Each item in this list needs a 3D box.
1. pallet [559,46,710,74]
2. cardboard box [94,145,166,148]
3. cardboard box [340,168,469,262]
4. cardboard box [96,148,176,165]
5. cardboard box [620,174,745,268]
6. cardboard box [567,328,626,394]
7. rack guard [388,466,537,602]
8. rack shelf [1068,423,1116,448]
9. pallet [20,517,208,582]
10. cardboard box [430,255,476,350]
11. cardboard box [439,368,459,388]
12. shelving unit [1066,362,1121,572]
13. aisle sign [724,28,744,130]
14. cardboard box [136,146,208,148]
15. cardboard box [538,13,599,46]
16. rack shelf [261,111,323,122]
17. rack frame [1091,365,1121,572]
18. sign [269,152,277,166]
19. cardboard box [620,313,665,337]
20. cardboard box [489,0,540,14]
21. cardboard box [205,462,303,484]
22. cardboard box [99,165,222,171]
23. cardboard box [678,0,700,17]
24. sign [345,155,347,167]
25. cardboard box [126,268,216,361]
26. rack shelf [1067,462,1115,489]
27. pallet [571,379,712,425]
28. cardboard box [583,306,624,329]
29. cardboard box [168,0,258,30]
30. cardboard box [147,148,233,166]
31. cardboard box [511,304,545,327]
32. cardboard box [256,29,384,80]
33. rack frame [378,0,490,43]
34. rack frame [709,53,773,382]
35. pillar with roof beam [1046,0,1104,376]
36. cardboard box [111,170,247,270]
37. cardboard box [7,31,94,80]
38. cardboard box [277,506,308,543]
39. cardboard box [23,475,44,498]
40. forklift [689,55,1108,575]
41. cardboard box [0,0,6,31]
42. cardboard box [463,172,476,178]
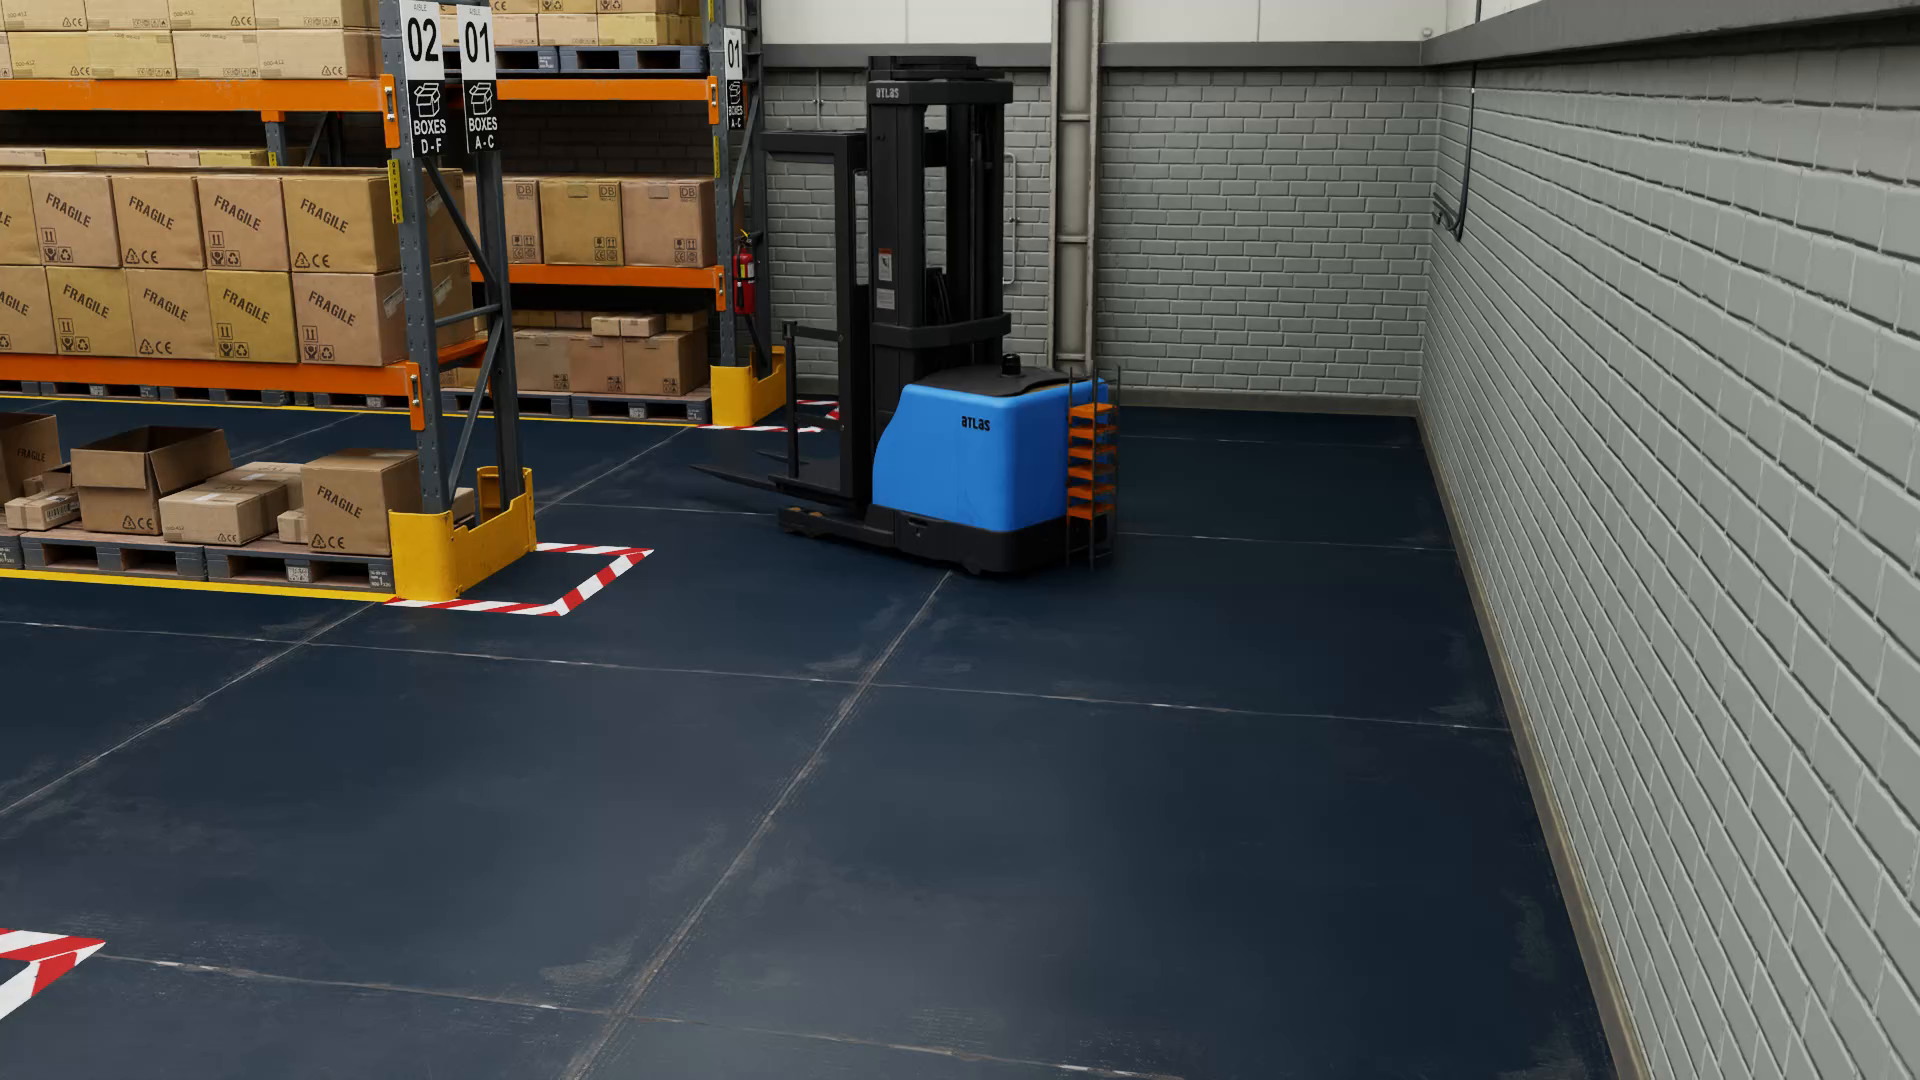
[{"bbox_3d":[-2.564,-3.991,13.827,1.213,0.211,1.003,3,16,11],"label":"pallet"},{"bbox_3d":[-7.670,-3.499,15.320,0.500,0.250,0.500,3,16,10],"label":"cardboard box"},{"bbox_3d":[-3.201,-1.878,9.592,0.500,0.500,0.500,4,16,13],"label":"cardboard box"},{"bbox_3d":[-7.262,-3.341,14.749,0.500,0.250,0.500,3,16,12],"label":"cardboard box"},{"bbox_3d":[-2.337,-2.720,14.131,0.700,0.700,0.980,4,16,14],"label":"cardboard box"},{"bbox_3d":[-3.031,-1.587,14.497,0.500,0.500,0.700,3,16,11],"label":"cardboard box"},{"bbox_3d":[-2.893,-0.055,9.752,0.348,0.500,1.175,3,16,11],"label":"rack guard"},{"bbox_3d":[0.784,-0.618,9.741,0.180,0.103,0.258,13,20,40],"label":"rack shelf"},{"bbox_3d":[-4.866,-0.023,10.180,1.213,0.211,1.003,3,16,11],"label":"pallet"},{"bbox_3d":[-3.201,-1.396,9.725,0.500,0.500,0.500,3,16,12],"label":"cardboard box"},{"bbox_3d":[-4.551,-1.668,14.789,0.500,0.500,0.700,3,16,11],"label":"cardboard box"},{"bbox_3d":[0.784,-0.429,9.793,0.189,1.200,0.258,13,20,40],"label":"shelving unit"},{"bbox_3d":[-1.824,-3.722,13.439,0.004,0.787,0.394,3,16,11],"label":"aisle sign"},{"bbox_3d":[-7.160,-3.471,15.215,0.500,0.250,0.500,3,16,9],"label":"cardboard box"},{"bbox_3d":[-3.116,-4.172,13.622,0.500,0.250,0.500,3,16,9],"label":"cardboard box"},{"bbox_3d":[-7.715,-3.969,14.931,4.000,0.370,1.077,3,16,11],"label":"rack shelf"},{"bbox_3d":[0.852,-0.413,9.735,0.006,1.200,0.240,13,20,40],"label":"rack frame"},{"bbox_3d":[-5.853,-3.141,14.193,0.005,0.325,0.100,3,16,11],"label":"sign"},{"bbox_3d":[-2.703,-1.832,14.167,0.250,0.149,0.380,3,16,10],"label":"cardboard box"},{"bbox_3d":[-3.608,-4.559,13.615,0.500,0.500,0.500,2,16,9],"label":"cardboard box"},{"bbox_3d":[-4.275,-0.298,10.277,0.500,0.250,0.500,3,16,11],"label":"cardboard box"},{"bbox_3d":[-4.702,-1.958,9.882,0.500,0.500,0.500,3,16,11],"label":"cardboard box"},{"bbox_3d":[-2.502,-4.638,13.901,0.500,0.500,0.500,2,16,9],"label":"cardboard box"},{"bbox_3d":[-5.646,-3.365,15.249,0.005,0.325,0.100,3,16,11],"label":"sign"},{"bbox_3d":[-4.308,-1.311,9.417,0.500,0.500,0.500,3,16,12],"label":"cardboard box"},{"bbox_3d":[0.784,-0.386,9.805,0.180,0.103,0.258,13,20,40],"label":"rack shelf"},{"bbox_3d":[-2.634,-1.229,14.535,1.213,0.211,1.003,3,16,11],"label":"pallet"},{"bbox_3d":[-3.120,-1.958,14.624,0.250,0.149,0.380,3,16,12],"label":"cardboard box"},{"bbox_3d":[-3.863,-2.856,8.911,0.500,0.250,0.500,3,16,11],"label":"cardboard box"},{"bbox_3d":[-6.762,-3.314,14.651,0.500,0.250,0.500,3,16,12],"label":"cardboard box"},{"bbox_3d":[-3.869,-1.999,14.770,0.250,0.149,0.380,3,16,10],"label":"cardboard box"},{"bbox_3d":[-3.374,-2.587,8.873,0.500,0.250,0.500,3,16,11],"label":"cardboard box"},{"bbox_3d":[-2.818,-4.146,8.603,0.127,3.000,1.000,3,16,11],"label":"rack frame"},{"bbox_3d":[-1.835,-2.551,14.083,0.127,3.000,1.000,3,16,11],"label":"rack frame"},{"bbox_3d":[0.125,-4.399,9.515,0.400,9.000,9.100,3,16,11],"label":"pillar with roof beam"},{"bbox_3d":[-4.314,-1.790,9.274,0.500,0.500,0.500,4,16,13],"label":"cardboard box"},{"bbox_3d":[-4.841,-2.670,9.175,0.500,0.250,0.500,3,16,11],"label":"cardboard box"},{"bbox_3d":[-3.779,-0.111,9.758,0.250,0.166,0.380,3,16,11],"label":"cardboard box"},{"bbox_3d":[-5.744,-0.346,10.637,0.250,0.149,0.380,3,16,11],"label":"cardboard box"},{"bbox_3d":[-0.531,-1.516,10.475,3.031,2.935,1.130,13,20,40],"label":"forklift"},{"bbox_3d":[-5.333,-2.936,9.196,0.500,0.250,0.500,3,16,11],"label":"cardboard box"},{"bbox_3d":[-4.512,-2.835,14.546,0.700,0.700,0.980,3,16,10],"label":"cardboard box"}]
